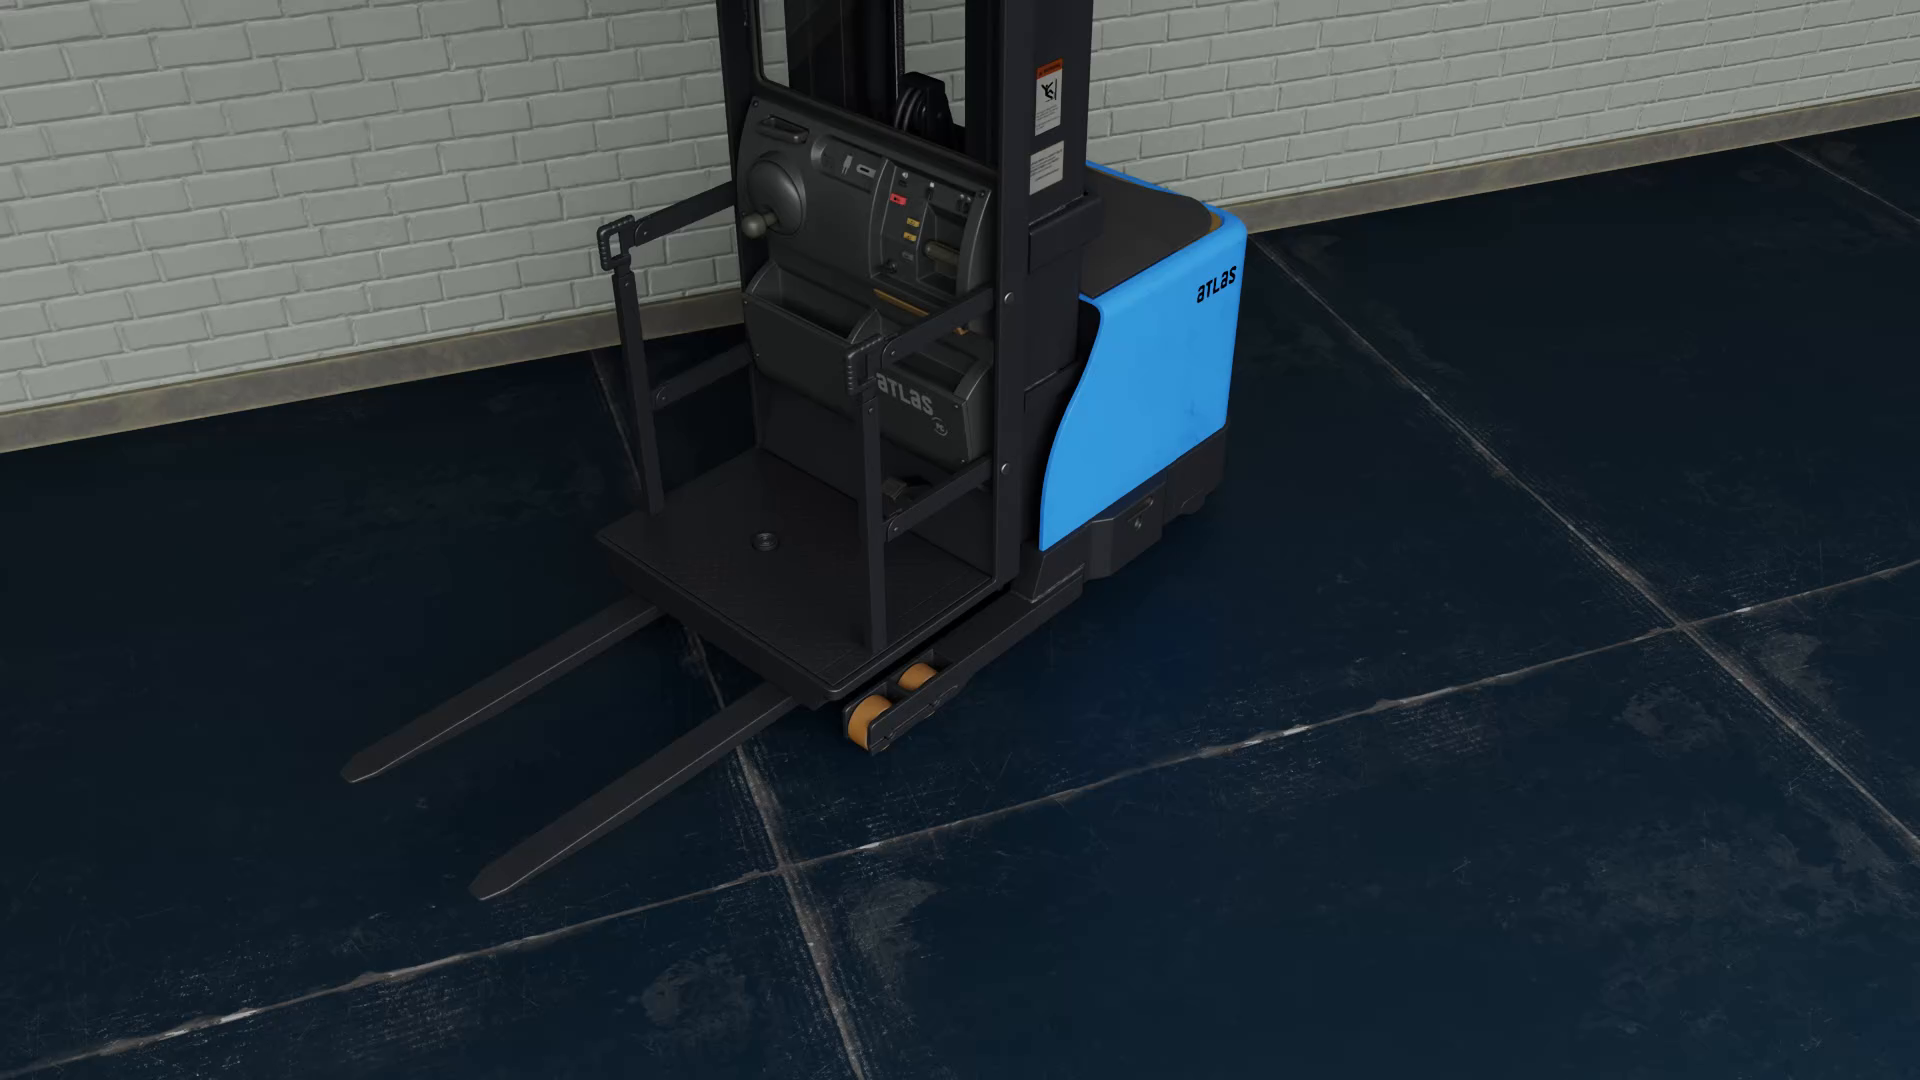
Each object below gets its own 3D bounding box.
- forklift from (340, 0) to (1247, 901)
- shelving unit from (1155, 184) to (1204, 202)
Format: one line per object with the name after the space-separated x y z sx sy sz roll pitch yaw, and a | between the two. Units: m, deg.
-0.425 -0.893 4.499 1.130 2.935 3.031 29 46 33 | forklift
0.698 -0.819 6.090 0.210 0.900 0.258 29 46 33 | shelving unit
